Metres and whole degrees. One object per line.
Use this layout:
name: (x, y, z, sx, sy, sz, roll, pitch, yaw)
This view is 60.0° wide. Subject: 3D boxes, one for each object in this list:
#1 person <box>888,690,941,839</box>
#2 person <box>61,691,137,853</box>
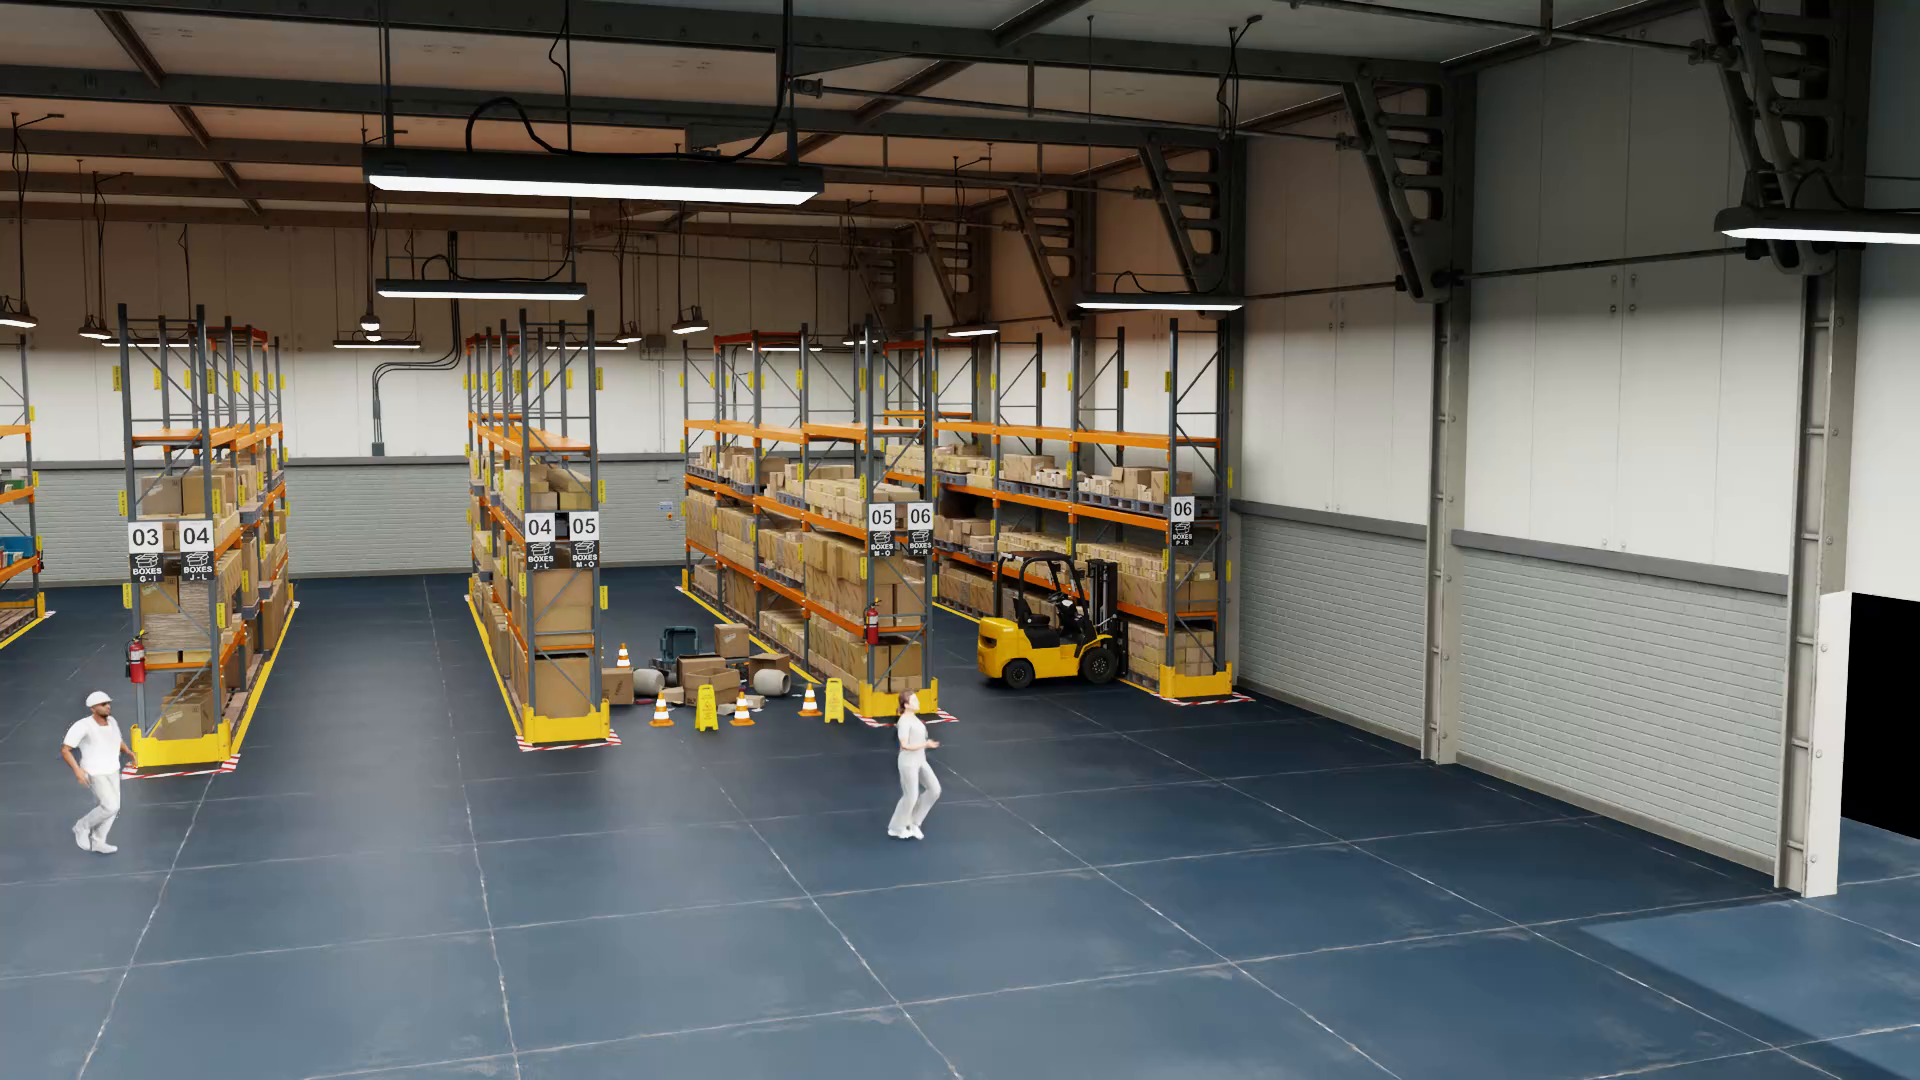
person: (-0.486, 2.460, 18.138, 0.628, 1.667, 0.547, 2, 6, 20)
person: (-9.120, 2.466, 17.686, 0.575, 1.730, 0.701, 1, 6, 11)
